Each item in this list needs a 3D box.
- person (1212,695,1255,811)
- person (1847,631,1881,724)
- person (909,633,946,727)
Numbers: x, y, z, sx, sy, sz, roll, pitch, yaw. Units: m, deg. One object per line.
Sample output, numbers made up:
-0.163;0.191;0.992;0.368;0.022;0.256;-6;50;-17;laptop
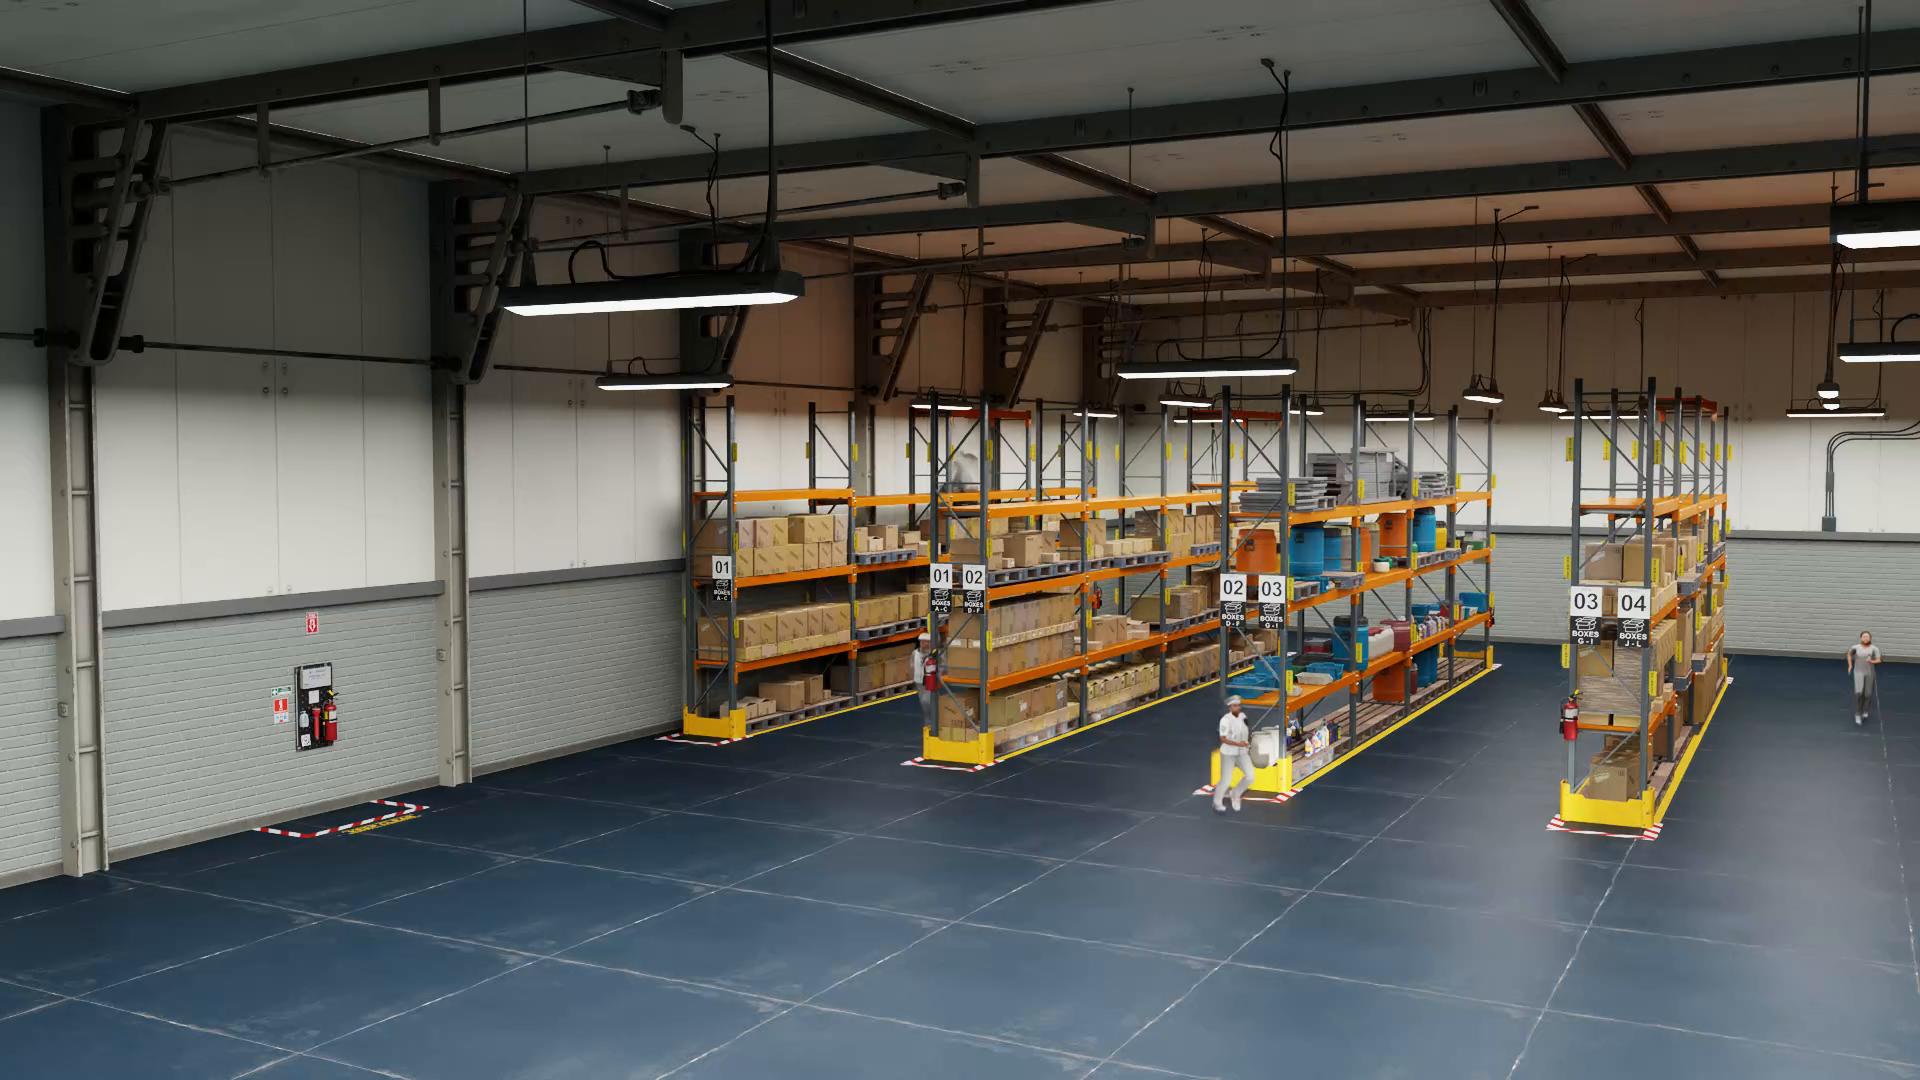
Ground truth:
3.820;2.946;22.968;0.593;1.653;0.804;-1;3;-22;person
16.776;2.542;30.860;0.532;1.724;0.753;1;3;24;person
-0.621;2.557;29.771;0.604;1.810;0.803;2;3;28;person
